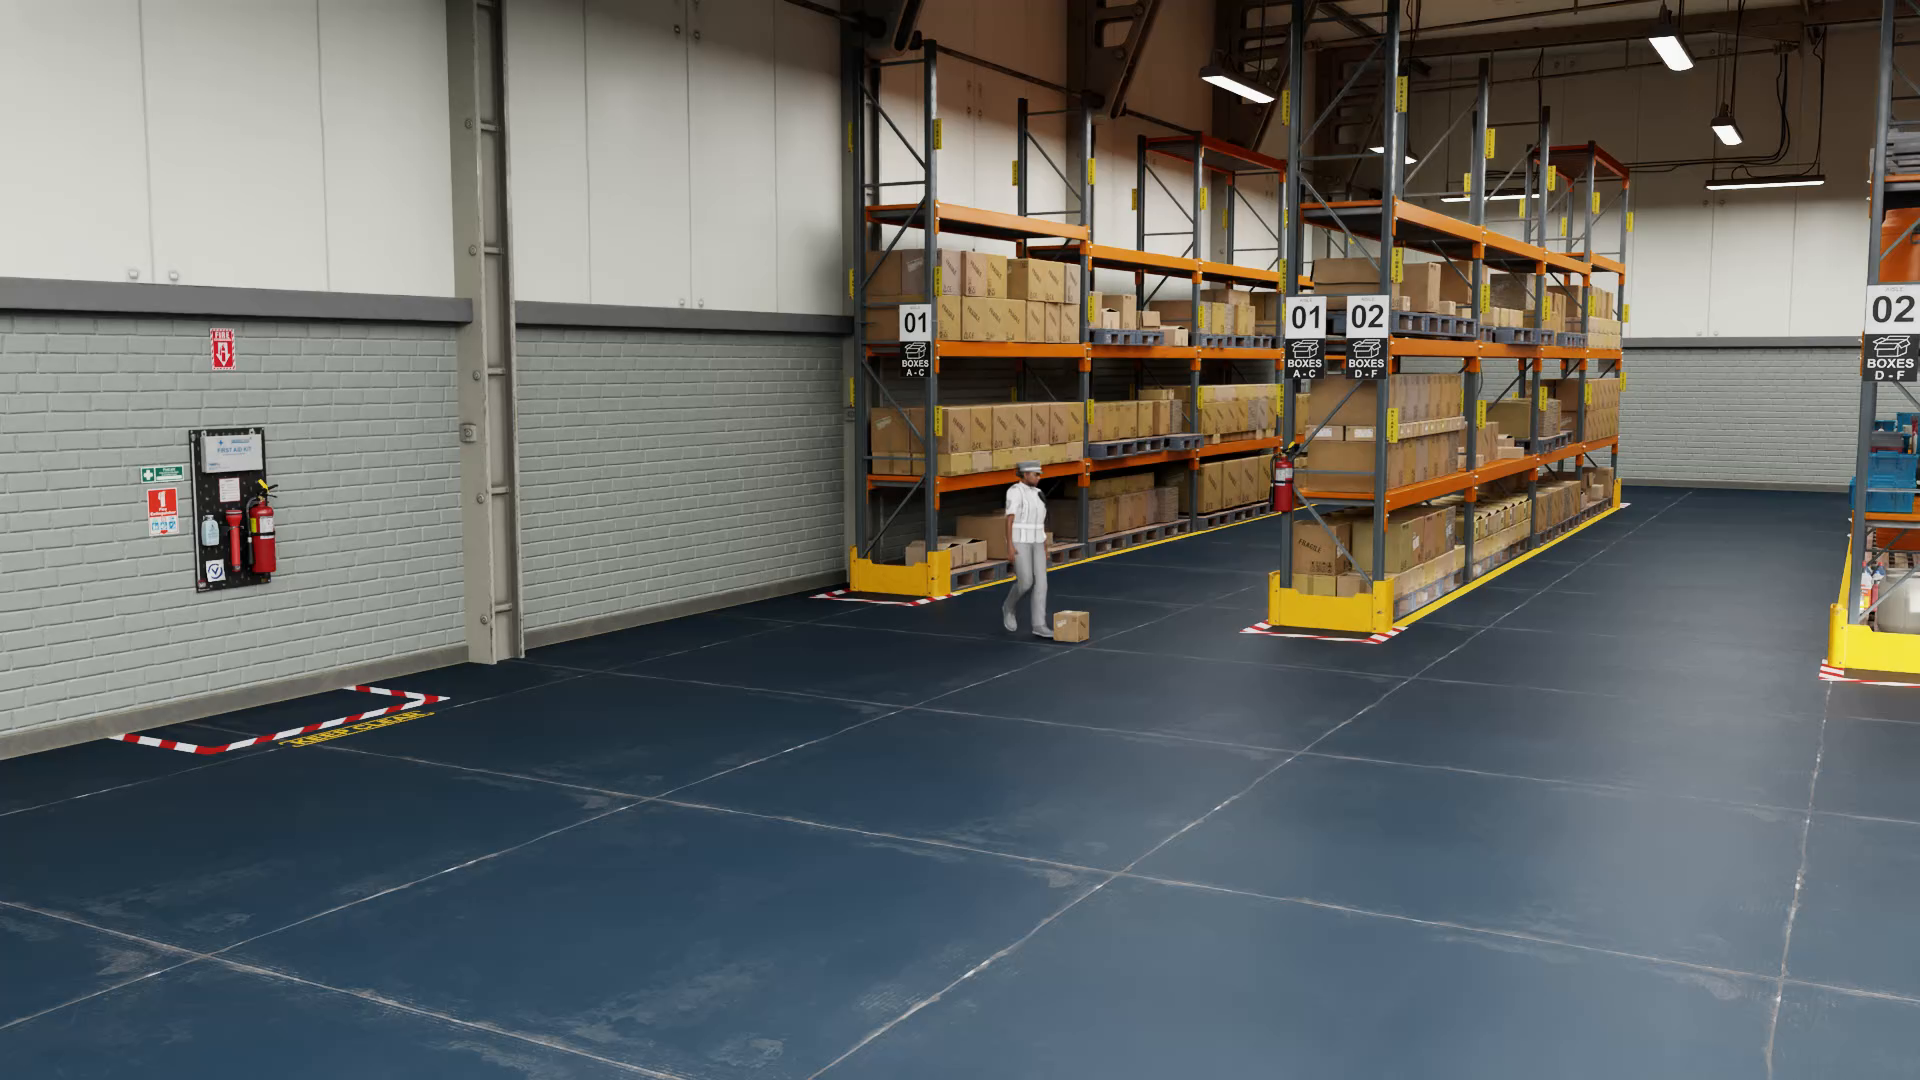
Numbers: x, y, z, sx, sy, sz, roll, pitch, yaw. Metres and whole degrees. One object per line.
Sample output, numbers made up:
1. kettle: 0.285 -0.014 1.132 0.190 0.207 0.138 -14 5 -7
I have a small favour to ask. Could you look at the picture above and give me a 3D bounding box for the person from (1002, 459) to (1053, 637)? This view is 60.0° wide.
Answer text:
1. person: 0.678 0.072 15.616 0.519 1.648 0.623 -5 8 -41
